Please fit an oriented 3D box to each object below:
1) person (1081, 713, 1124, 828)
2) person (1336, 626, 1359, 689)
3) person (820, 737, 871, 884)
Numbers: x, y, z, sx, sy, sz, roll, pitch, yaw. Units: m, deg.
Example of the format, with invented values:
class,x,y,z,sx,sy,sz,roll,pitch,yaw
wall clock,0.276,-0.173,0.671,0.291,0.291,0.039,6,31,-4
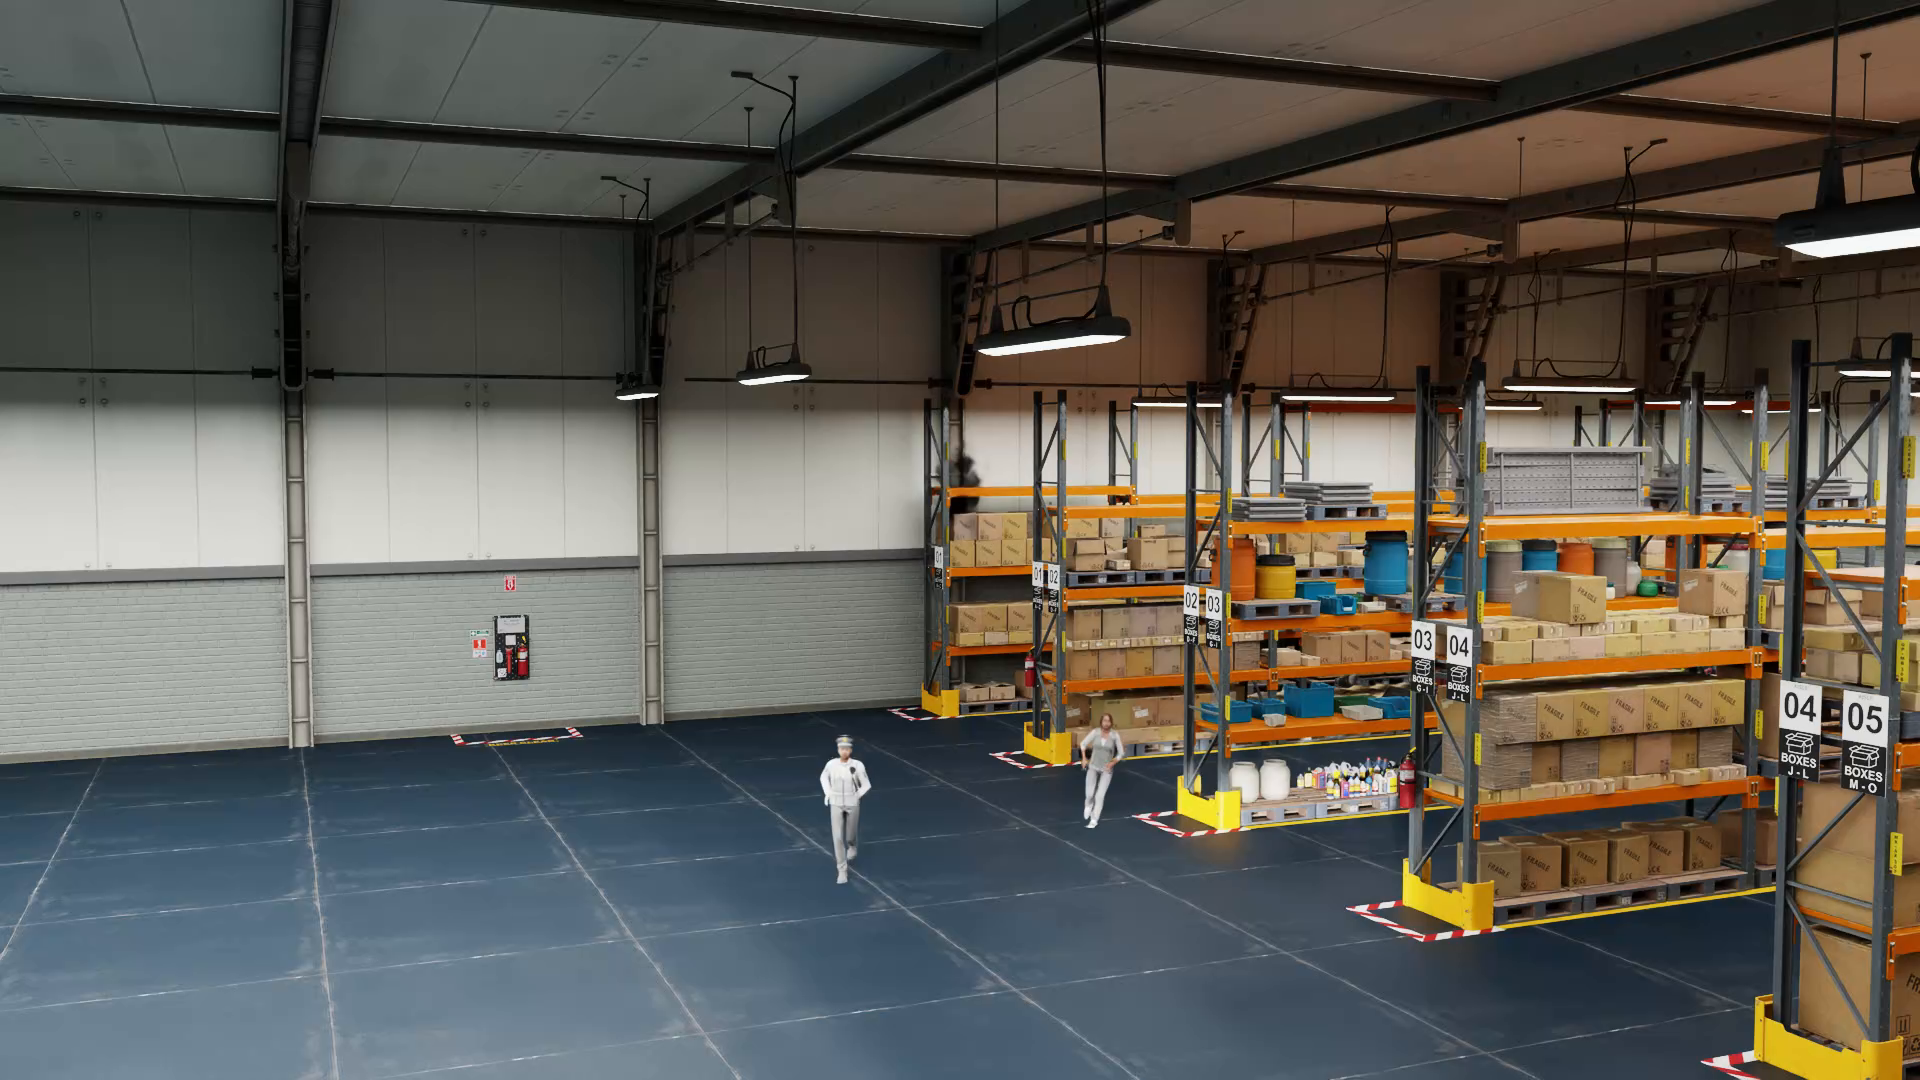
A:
class,x,y,z,sx,sy,sz,roll,pitch,yaw
person,1.908,3.086,22.304,0.592,1.549,0.490,0,3,6
person,7.627,2.383,32.484,0.607,1.724,0.692,-2,4,-32
person,-1.371,3.172,19.816,0.618,1.691,0.843,0,3,2
